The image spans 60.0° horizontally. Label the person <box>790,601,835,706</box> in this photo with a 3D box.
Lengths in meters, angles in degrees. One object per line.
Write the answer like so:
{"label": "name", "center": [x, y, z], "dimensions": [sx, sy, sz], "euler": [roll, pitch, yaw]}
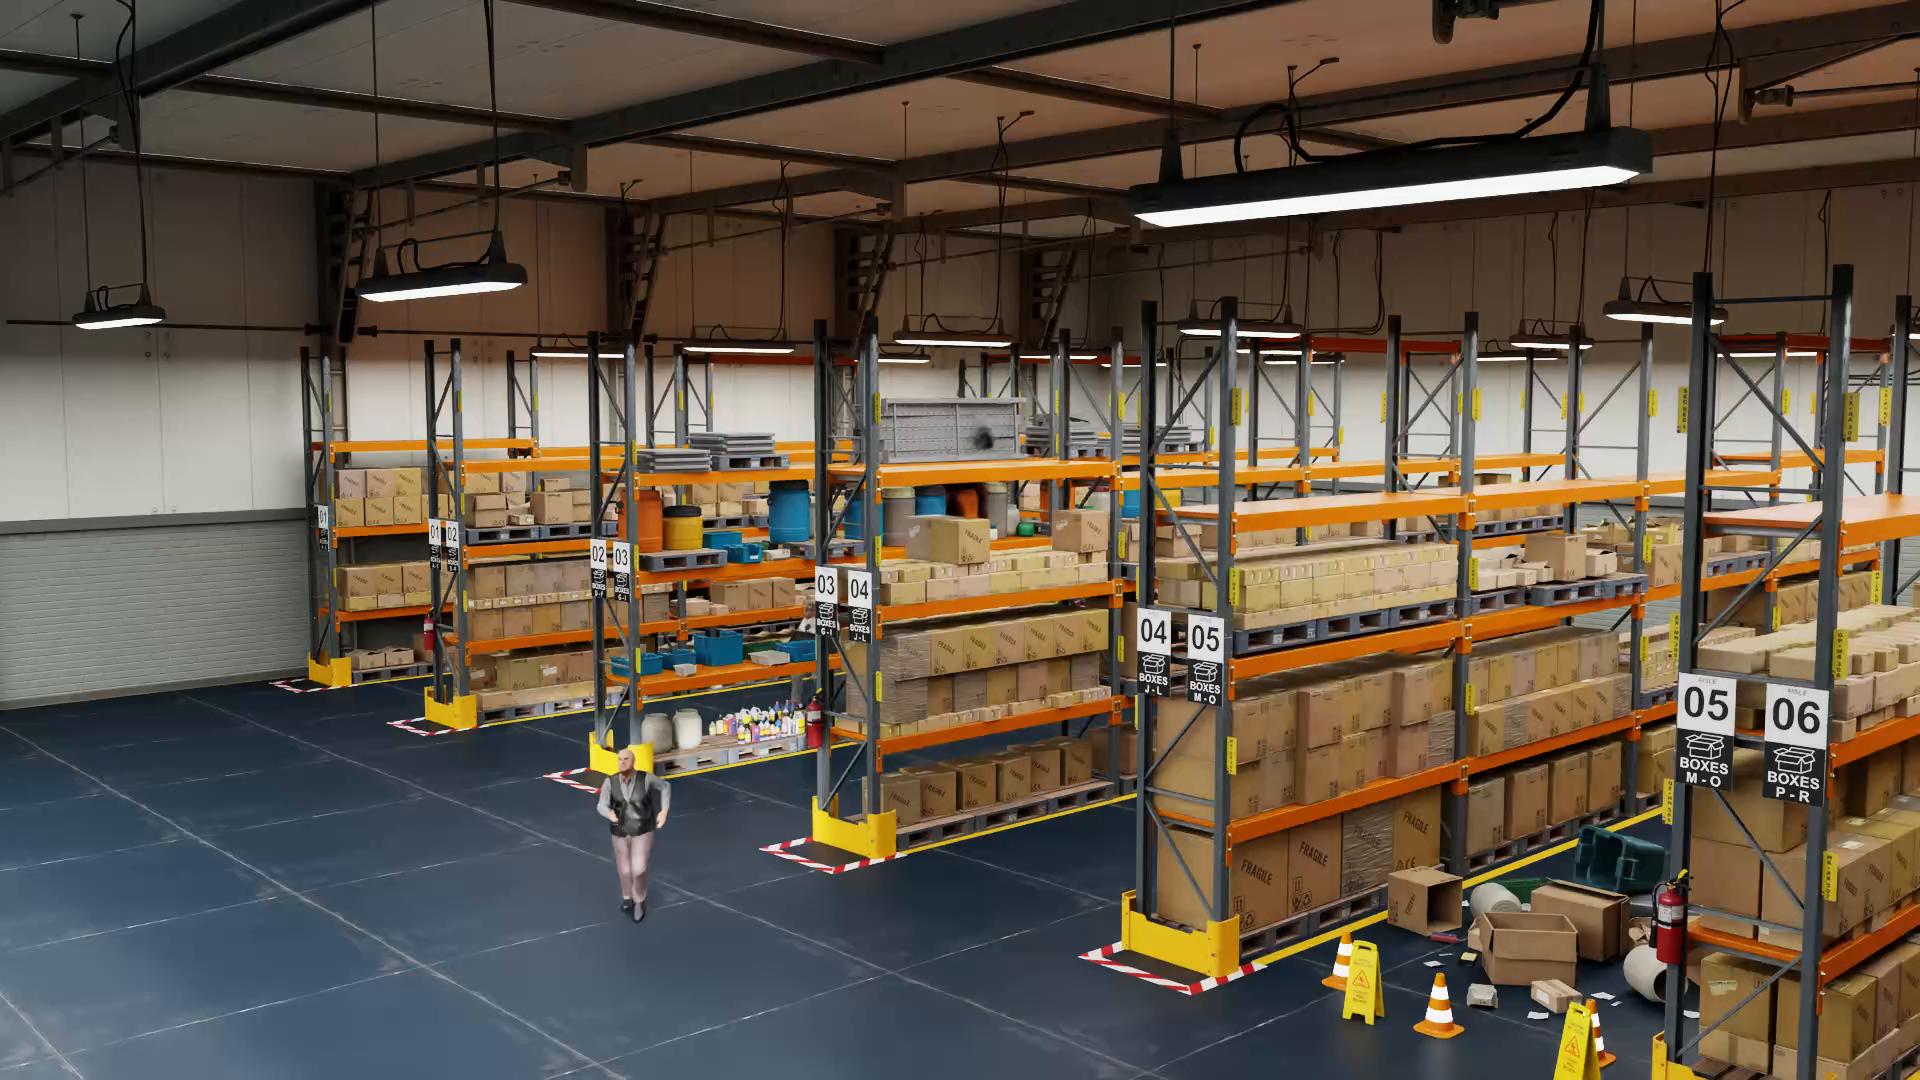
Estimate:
{"label": "person", "center": [-2.442, 1.877, 27.063], "dimensions": [0.921, 1.799, 0.653], "euler": [-5, 7, -42]}

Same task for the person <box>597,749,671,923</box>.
{"label": "person", "center": [-3.194, 2.879, 16.249], "dimensions": [0.664, 1.697, 0.853], "euler": [0, 5, 2]}
